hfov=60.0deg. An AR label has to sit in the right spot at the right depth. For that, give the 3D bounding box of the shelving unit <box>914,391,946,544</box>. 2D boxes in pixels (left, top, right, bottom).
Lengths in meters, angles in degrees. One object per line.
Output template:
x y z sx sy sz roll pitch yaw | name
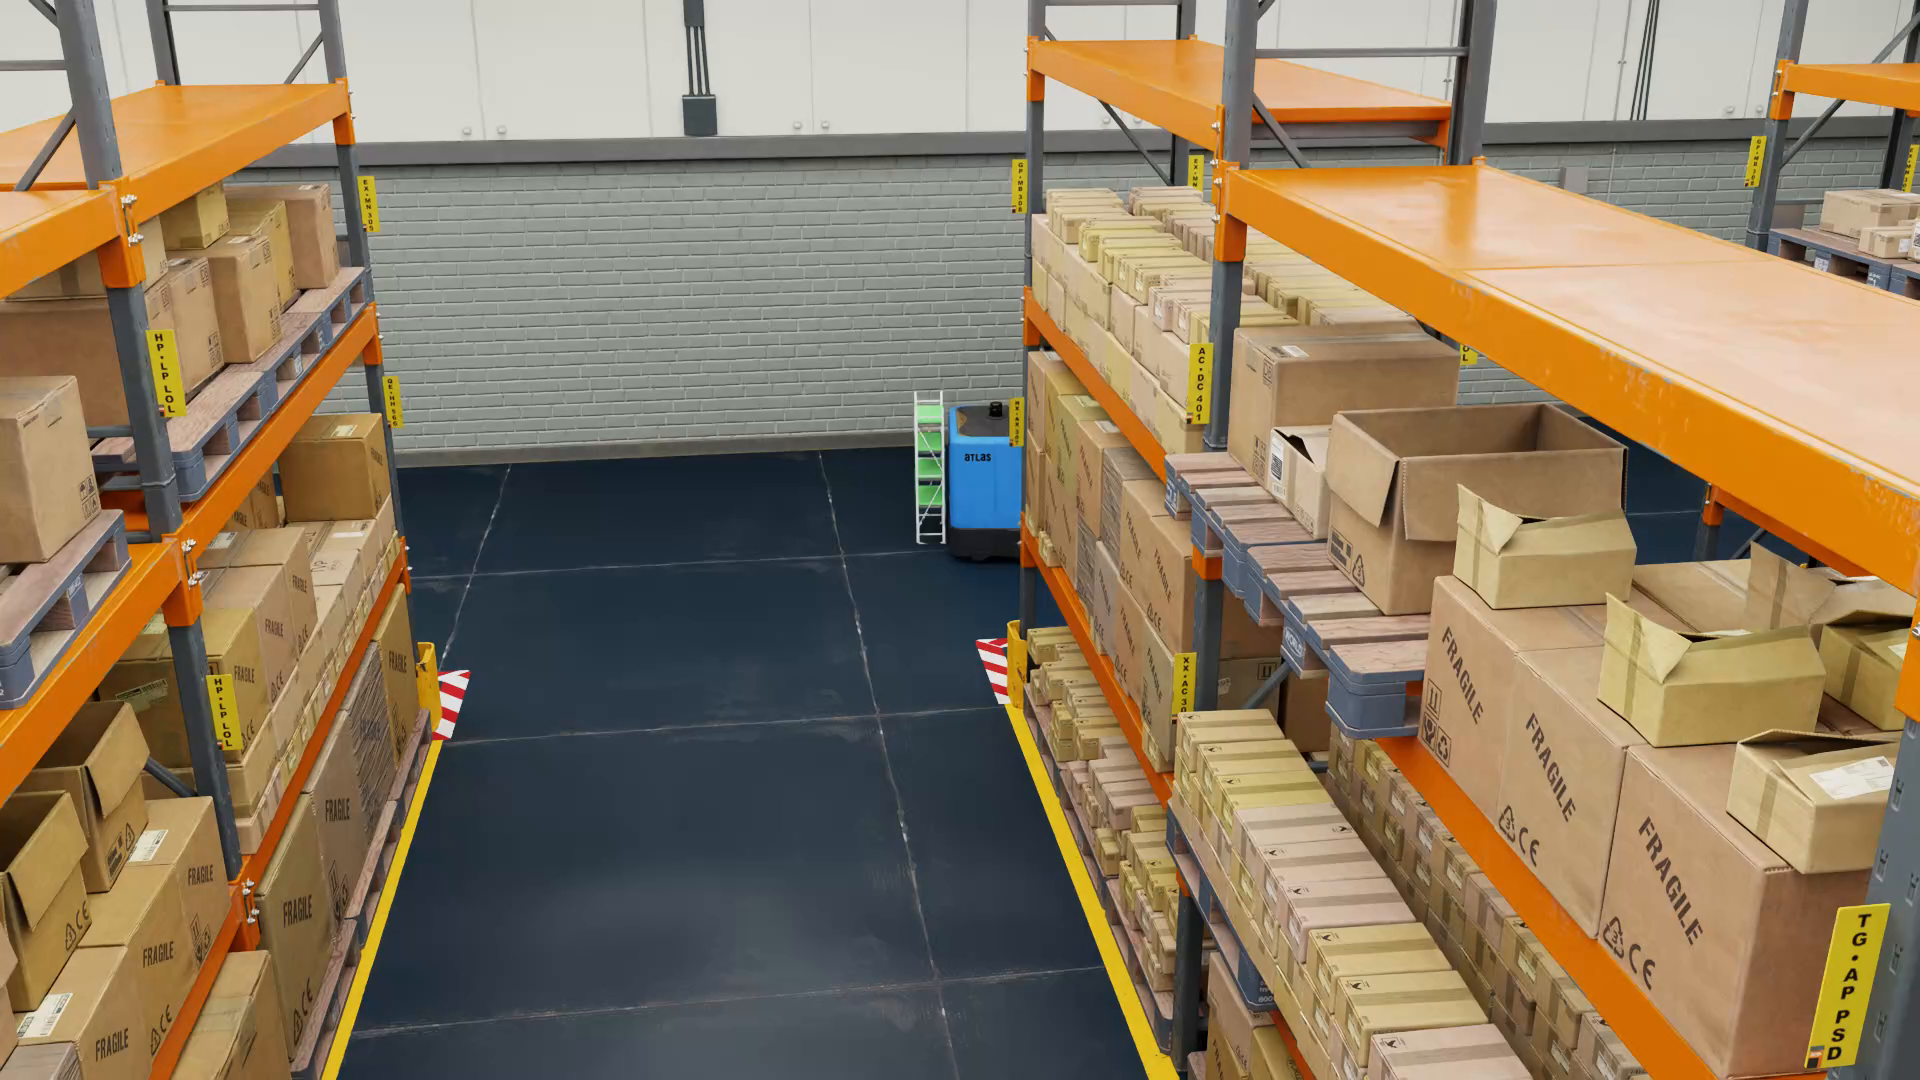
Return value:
-0.257 -0.619 14.154 0.258 1.200 0.503 -1 20 -1 | shelving unit

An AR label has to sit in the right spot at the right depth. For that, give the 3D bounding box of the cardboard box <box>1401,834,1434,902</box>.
1.852 1.184 6.093 0.380 0.149 0.250 -4 21 -10 | cardboard box

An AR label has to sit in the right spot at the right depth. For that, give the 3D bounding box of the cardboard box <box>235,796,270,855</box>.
-3.153 1.216 7.031 0.380 0.149 0.250 -3 21 -8 | cardboard box

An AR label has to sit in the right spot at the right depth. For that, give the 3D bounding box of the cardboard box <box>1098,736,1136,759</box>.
0.986 1.213 9.304 0.380 0.149 0.250 -3 21 -8 | cardboard box

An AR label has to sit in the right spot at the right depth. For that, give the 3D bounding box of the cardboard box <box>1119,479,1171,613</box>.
1.068 0.020 7.877 0.500 0.500 0.500 -4 21 -9 | cardboard box

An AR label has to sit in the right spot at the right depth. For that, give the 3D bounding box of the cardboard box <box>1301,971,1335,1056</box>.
1.312 1.485 5.286 0.380 0.149 0.250 -3 21 -9 | cardboard box

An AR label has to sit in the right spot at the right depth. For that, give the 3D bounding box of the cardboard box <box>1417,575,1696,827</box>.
1.573 0.405 4.415 0.500 0.500 0.500 -3 21 -8 | cardboard box

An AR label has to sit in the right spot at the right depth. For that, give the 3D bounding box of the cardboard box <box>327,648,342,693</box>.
-3.379 0.677 8.476 0.380 0.149 0.250 -4 21 -9 | cardboard box

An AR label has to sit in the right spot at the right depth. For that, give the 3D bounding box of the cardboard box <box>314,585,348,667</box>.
-3.459 0.450 8.512 0.500 0.250 0.500 -3 21 -8 | cardboard box

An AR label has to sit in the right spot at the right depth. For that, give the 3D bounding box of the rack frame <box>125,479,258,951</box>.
-3.440 1.218 6.668 1.000 3.000 0.127 -3 21 -8 | rack frame

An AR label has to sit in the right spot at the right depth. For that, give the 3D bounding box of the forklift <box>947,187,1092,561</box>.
1.414 -1.367 13.688 3.031 2.935 1.130 -1 20 -2 | forklift

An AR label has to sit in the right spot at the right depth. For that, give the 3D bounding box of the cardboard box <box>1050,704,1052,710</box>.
0.784 1.041 10.617 0.380 0.149 0.250 -3 21 -8 | cardboard box

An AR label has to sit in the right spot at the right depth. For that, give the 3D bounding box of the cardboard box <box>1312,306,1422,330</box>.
1.681 -0.866 6.891 0.380 0.149 0.250 -3 21 -9 | cardboard box

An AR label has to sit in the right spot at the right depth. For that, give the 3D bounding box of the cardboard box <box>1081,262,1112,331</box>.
0.924 -1.255 8.502 0.500 0.250 0.500 -4 21 -10 | cardboard box

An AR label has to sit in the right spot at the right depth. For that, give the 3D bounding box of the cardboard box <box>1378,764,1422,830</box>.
1.809 0.957 6.276 0.380 0.149 0.250 -4 21 -9 | cardboard box

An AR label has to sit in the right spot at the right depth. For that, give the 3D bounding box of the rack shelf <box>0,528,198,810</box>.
-3.151 0.842 4.415 1.077 0.370 4.000 -3 21 -8 | rack shelf

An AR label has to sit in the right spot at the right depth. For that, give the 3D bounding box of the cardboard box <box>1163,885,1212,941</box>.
1.174 1.753 7.860 0.380 0.149 0.250 -2 21 -6 | cardboard box

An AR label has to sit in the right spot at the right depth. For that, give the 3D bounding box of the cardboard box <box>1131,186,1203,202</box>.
1.245 -2.038 10.028 0.380 0.149 0.250 -3 21 -8 | cardboard box

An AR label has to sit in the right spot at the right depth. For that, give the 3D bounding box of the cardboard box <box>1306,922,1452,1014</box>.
1.314 1.345 5.235 0.380 0.149 0.250 -2 21 -6 | cardboard box

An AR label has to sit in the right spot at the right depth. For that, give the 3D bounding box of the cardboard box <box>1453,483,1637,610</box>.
1.538 0.006 4.389 0.396 0.266 0.258 -3 21 -8 | cardboard box

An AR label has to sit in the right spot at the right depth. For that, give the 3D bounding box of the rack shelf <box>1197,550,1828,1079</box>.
1.771 0.627 4.991 1.077 0.370 4.000 -3 21 -8 | rack shelf

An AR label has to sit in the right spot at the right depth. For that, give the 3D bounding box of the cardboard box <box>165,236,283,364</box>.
-3.620 -1.120 7.755 0.700 0.500 0.500 -2 21 -5 | cardboard box

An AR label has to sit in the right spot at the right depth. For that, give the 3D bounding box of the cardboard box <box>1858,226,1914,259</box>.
5.719 -1.810 10.103 0.380 0.149 0.250 -2 21 -6 | cardboard box

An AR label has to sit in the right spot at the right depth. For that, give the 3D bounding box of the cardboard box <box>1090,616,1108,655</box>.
0.914 0.496 8.961 0.380 0.149 0.250 -3 21 -7 | cardboard box

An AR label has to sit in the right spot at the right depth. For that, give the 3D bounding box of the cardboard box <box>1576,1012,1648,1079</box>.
2.034 1.497 4.830 0.380 0.149 0.250 -2 21 -5 | cardboard box

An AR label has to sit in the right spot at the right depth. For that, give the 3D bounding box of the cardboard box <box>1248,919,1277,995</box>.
1.235 1.441 5.830 0.380 0.149 0.250 -4 21 -10 | cardboard box

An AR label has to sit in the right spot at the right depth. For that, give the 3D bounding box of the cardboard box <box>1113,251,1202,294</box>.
0.955 -1.294 8.037 0.380 0.149 0.250 -3 21 -8 | cardboard box

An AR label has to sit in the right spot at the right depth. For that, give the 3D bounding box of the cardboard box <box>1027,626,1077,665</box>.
0.646 0.677 10.742 0.380 0.149 0.250 -4 21 -10 | cardboard box

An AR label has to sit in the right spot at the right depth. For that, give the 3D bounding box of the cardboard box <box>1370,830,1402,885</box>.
1.808 1.228 6.401 0.380 0.149 0.250 -3 21 -8 | cardboard box

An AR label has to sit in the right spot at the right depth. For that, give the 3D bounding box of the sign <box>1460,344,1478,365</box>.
2.032 -0.858 6.638 0.100 0.325 0.005 -3 21 -8 | sign

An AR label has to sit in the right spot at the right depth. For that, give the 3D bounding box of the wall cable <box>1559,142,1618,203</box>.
6.356 -3.169 16.963 0.588 1.984 0.122 -3 21 -8 | wall cable

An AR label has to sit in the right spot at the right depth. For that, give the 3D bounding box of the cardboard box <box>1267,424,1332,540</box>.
1.402 -0.242 5.817 0.500 0.311 0.500 -3 21 -9 | cardboard box

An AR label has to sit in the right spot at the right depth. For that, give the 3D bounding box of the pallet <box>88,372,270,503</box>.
-3.547 -0.429 6.919 1.003 0.211 1.213 -3 21 -8 | pallet

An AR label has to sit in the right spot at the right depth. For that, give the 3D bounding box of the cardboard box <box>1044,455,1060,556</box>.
0.800 -0.215 9.936 0.500 0.500 0.500 -3 21 -8 | cardboard box

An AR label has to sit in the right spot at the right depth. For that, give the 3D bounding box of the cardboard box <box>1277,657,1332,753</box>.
1.661 0.632 7.668 0.500 0.500 0.500 -3 21 -9 | cardboard box

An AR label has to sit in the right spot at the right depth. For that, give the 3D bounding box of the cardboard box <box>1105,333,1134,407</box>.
1.011 -0.838 8.099 0.500 0.250 0.500 -3 21 -8 | cardboard box

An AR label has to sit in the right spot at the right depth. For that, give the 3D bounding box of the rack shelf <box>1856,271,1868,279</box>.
6.079 -1.042 9.461 1.077 0.370 4.000 -3 21 -8 | rack shelf

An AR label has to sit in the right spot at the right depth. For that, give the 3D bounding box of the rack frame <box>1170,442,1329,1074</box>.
1.483 1.003 7.244 1.000 3.000 0.127 -3 21 -8 | rack frame

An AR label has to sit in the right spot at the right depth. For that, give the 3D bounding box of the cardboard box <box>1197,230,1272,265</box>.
1.445 -1.504 8.598 0.380 0.149 0.250 -3 21 -9 | cardboard box

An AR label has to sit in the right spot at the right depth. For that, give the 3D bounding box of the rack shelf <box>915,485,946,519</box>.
-0.254 -0.334 14.261 0.258 0.148 0.480 -1 20 -1 | rack shelf

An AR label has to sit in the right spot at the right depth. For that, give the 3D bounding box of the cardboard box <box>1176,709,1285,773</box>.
1.085 0.805 6.683 0.380 0.149 0.250 -2 21 -5 | cardboard box

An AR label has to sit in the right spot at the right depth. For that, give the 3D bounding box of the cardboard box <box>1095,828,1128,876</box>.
0.940 1.665 8.946 0.380 0.149 0.250 -3 21 -8 | cardboard box

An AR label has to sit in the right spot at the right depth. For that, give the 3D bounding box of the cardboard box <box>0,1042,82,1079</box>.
-2.888 1.845 4.846 0.500 0.500 0.500 -3 21 -8 | cardboard box

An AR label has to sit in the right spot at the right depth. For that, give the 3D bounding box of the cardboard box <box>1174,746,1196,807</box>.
1.085 0.944 6.735 0.380 0.149 0.250 -3 21 -7 | cardboard box

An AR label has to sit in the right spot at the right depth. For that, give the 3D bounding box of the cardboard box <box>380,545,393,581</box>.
-3.600 0.147 9.894 0.380 0.149 0.250 -3 21 -7 | cardboard box

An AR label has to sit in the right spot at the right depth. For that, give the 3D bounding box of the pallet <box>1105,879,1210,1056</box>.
1.351 2.078 8.350 1.003 0.211 1.213 -3 21 -8 | pallet

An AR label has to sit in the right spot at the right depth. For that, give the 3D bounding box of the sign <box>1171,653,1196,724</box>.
0.947 0.627 7.012 0.100 0.325 0.005 -3 21 -8 | sign

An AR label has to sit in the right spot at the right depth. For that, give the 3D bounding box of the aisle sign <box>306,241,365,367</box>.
-3.730 -1.425 10.028 0.394 0.787 0.004 -3 21 -8 | aisle sign

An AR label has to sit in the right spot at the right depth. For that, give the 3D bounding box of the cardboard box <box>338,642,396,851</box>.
-3.714 1.164 9.248 0.875 0.875 0.875 -3 21 -8 | cardboard box

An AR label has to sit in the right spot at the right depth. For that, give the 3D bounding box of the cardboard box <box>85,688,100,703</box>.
-3.771 0.652 6.901 0.500 0.500 0.500 -2 21 -6 | cardboard box

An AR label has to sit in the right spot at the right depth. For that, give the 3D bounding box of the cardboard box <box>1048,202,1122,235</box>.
0.714 -1.828 9.465 0.380 0.149 0.250 -3 21 -8 | cardboard box
